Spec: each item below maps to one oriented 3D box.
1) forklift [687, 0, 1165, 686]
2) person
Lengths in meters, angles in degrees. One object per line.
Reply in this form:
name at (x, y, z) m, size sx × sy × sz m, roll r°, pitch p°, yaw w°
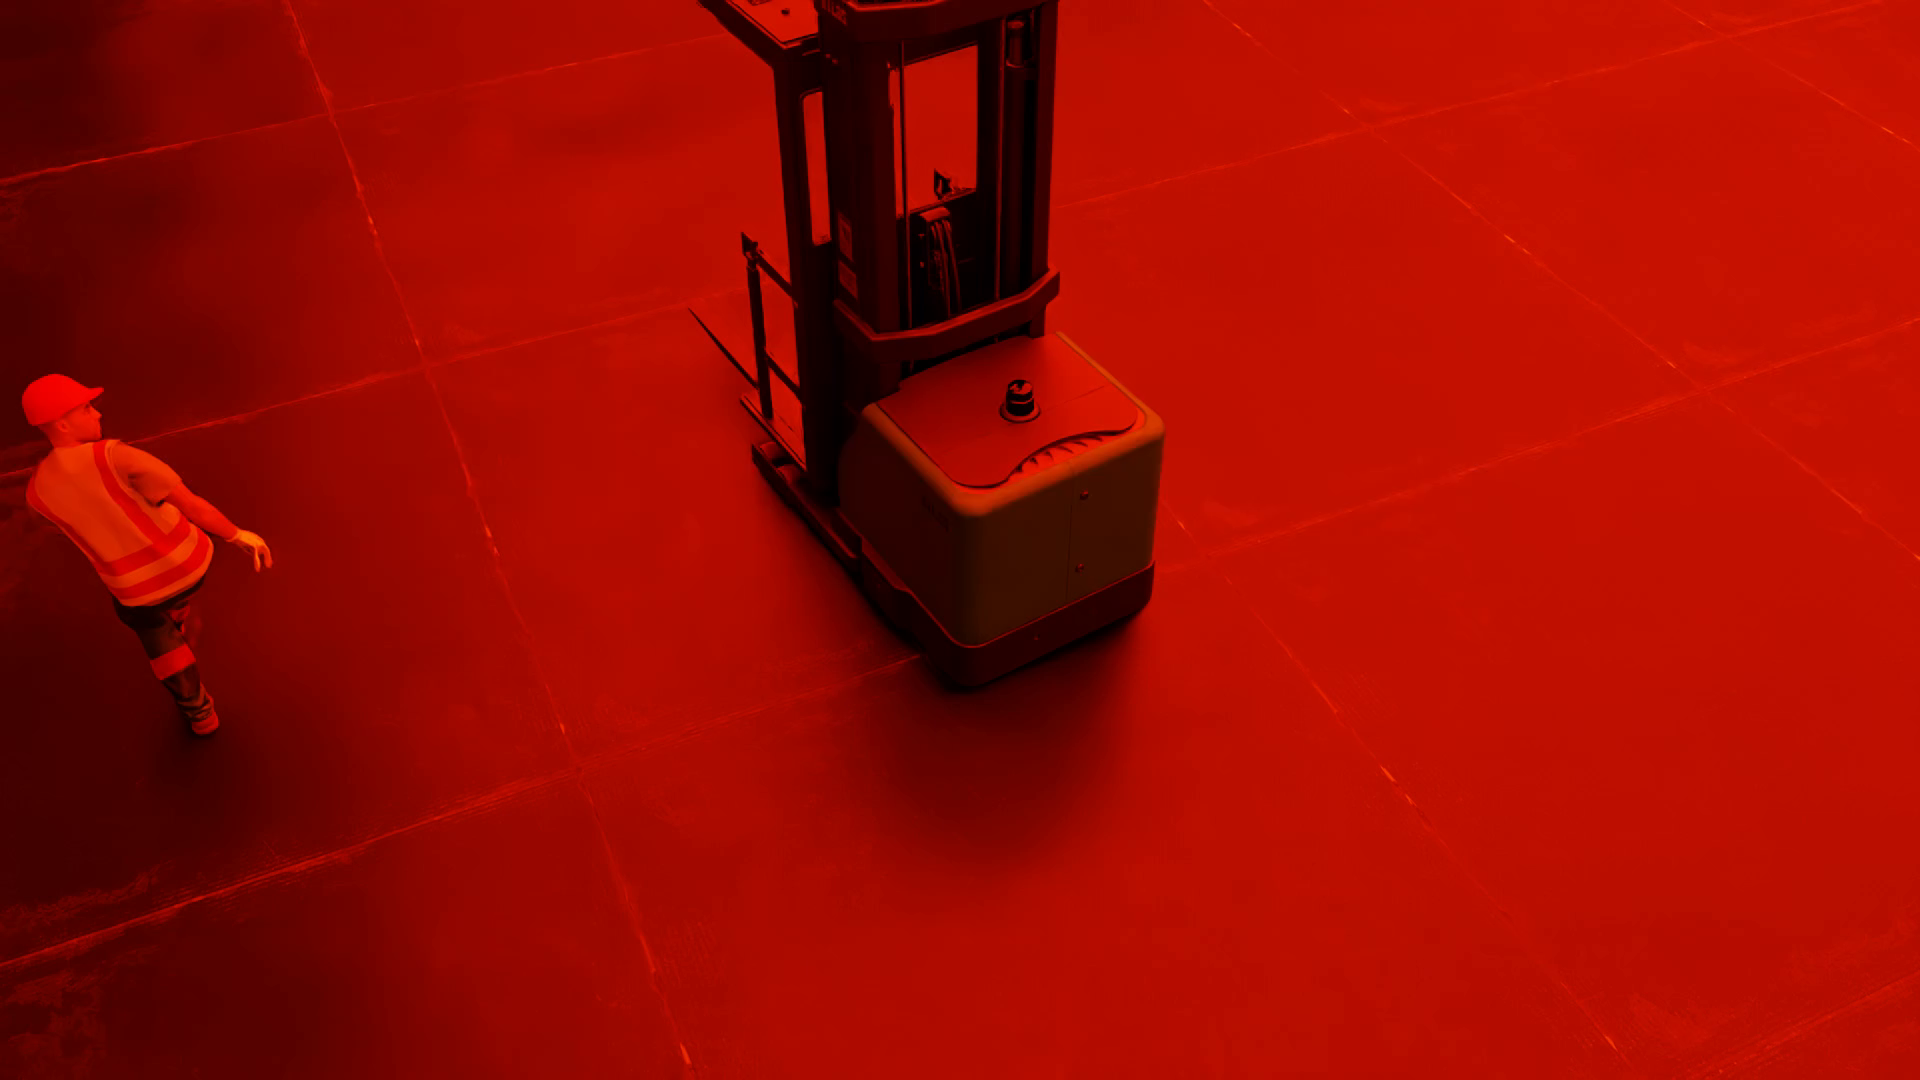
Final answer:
forklift at (-0.360, -1.433, 7.216) m, size 1.130 × 2.935 × 3.031 m, roll -24°, pitch 48°, yaw -23°
person at (-3.215, -0.022, 6.679) m, size 0.785 × 1.610 × 0.814 m, roll -18°, pitch 46°, yaw -18°
